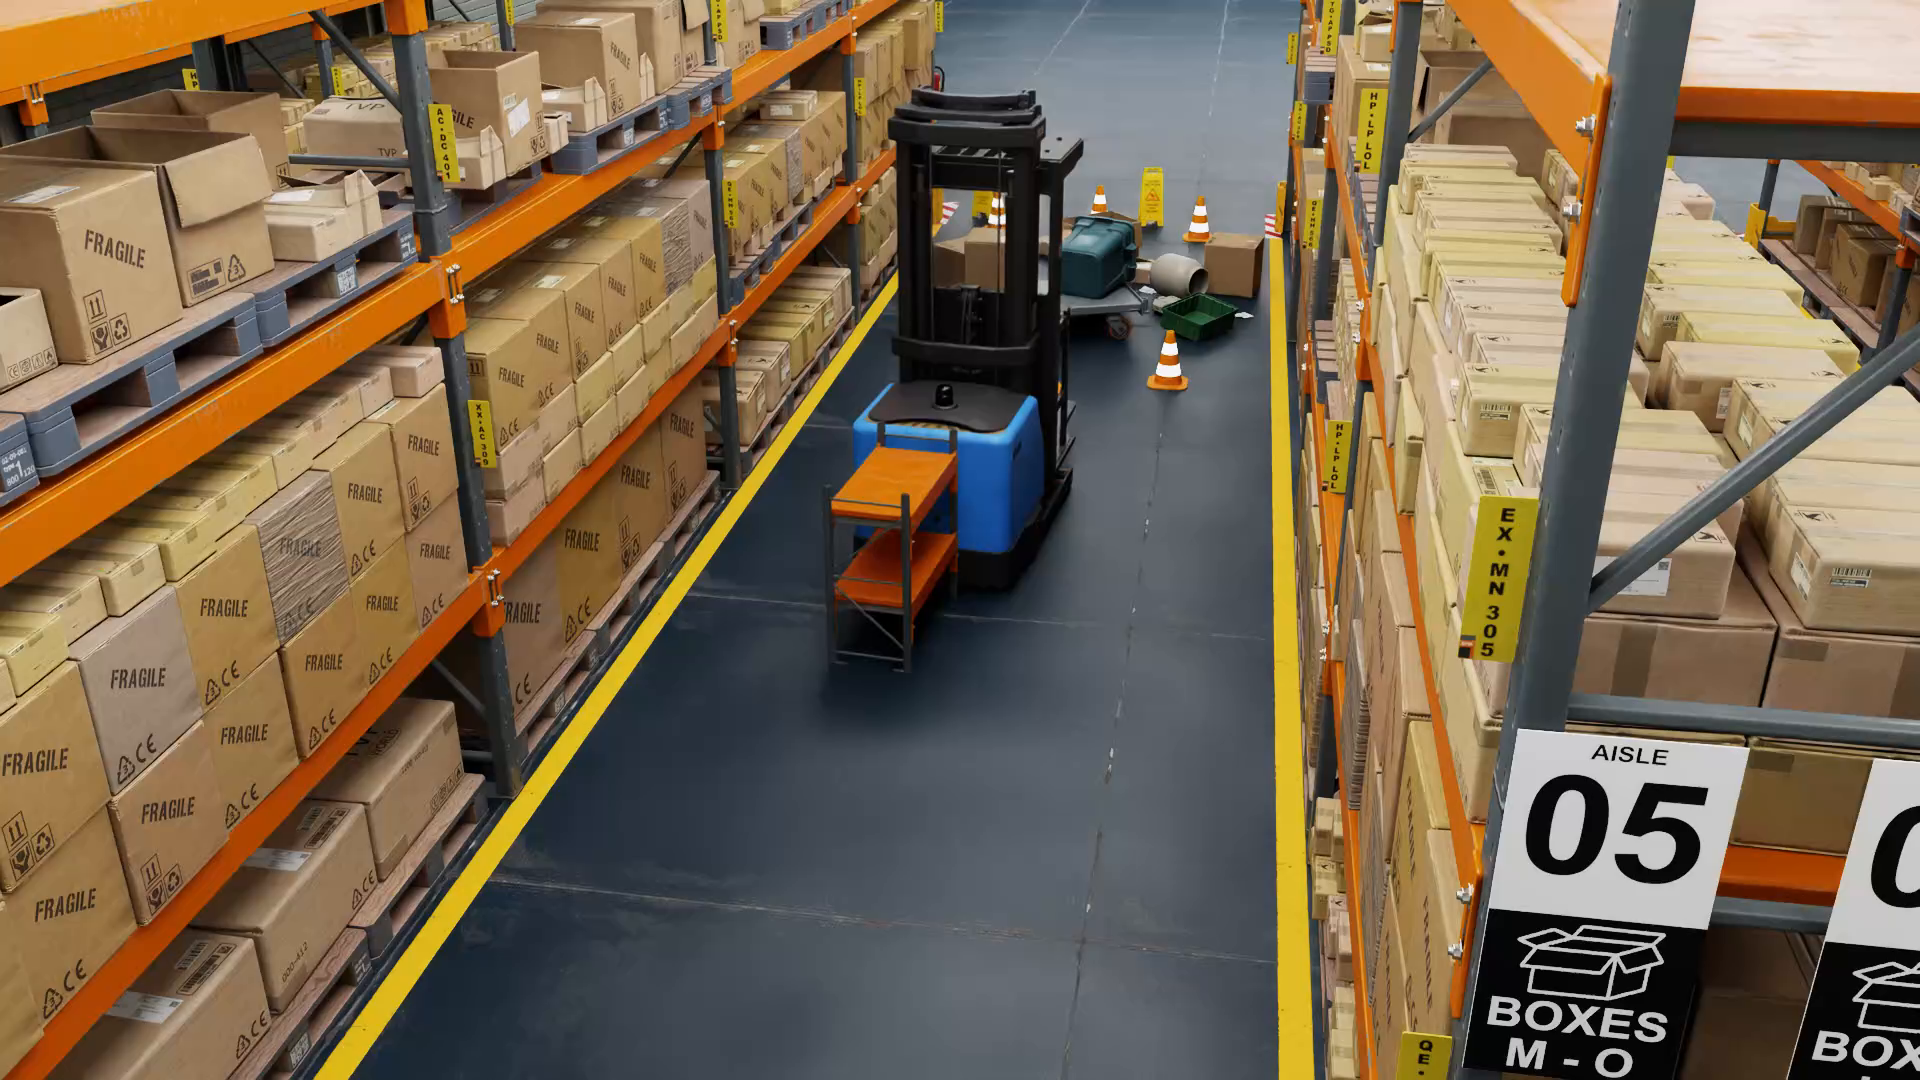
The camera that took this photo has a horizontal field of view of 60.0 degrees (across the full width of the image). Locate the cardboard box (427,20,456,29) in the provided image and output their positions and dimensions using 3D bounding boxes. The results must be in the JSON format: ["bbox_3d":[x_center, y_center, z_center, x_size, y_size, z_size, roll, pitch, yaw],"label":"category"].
[{"bbox_3d":[-5.943,-5.805,18.879,0.380,0.149,0.250,4,25,8],"label":"cardboard box"}]

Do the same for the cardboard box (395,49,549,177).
[{"bbox_3d":[-2.311,-2.038,7.914,0.500,0.500,0.500,4,25,8],"label":"cardboard box"}]

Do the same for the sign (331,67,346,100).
[{"bbox_3d":[-5.794,-4.239,15.494,0.100,0.325,0.005,4,25,9],"label":"sign"}]

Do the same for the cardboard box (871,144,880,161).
[{"bbox_3d":[-0.987,-3.760,16.042,0.380,0.149,0.250,5,26,10],"label":"cardboard box"}]

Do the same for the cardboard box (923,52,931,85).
[{"bbox_3d":[-0.597,-5.048,18.027,0.500,0.500,0.500,4,25,8],"label":"cardboard box"}]

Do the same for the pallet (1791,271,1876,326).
[{"bbox_3d":[8.615,-2.287,15.886,1.003,0.211,1.213,4,25,9],"label":"pallet"}]

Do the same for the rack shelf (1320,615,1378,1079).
[{"bbox_3d":[1.832,1.368,5.638,1.077,0.370,4.000,4,25,9],"label":"rack shelf"}]

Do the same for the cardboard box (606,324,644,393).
[{"bbox_3d":[-2.144,-1.059,9.562,0.500,0.250,0.500,3,25,7],"label":"cardboard box"}]

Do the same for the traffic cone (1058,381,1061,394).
[{"bbox_3d":[0.684,-1.486,13.879,0.336,0.463,0.334,4,25,9],"label":"traffic cone"}]

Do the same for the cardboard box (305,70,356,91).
[{"bbox_3d":[-5.986,-4.370,15.814,0.380,0.149,0.250,5,25,10],"label":"cardboard box"}]

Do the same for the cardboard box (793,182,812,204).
[{"bbox_3d":[-1.426,-2.858,13.618,0.380,0.149,0.250,4,25,8],"label":"cardboard box"}]

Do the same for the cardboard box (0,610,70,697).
[{"bbox_3d":[-2.910,0.330,4.945,0.380,0.149,0.250,3,25,7],"label":"cardboard box"}]

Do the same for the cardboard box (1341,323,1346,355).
[{"bbox_3d":[2.412,-1.159,9.639,0.380,0.149,0.250,4,25,9],"label":"cardboard box"}]

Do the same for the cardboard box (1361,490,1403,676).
[{"bbox_3d":[1.663,0.171,5.698,0.500,0.500,0.500,4,25,9],"label":"cardboard box"}]

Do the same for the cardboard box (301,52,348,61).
[{"bbox_3d":[-6.424,-4.842,16.821,0.380,0.149,0.250,4,25,8],"label":"cardboard box"}]

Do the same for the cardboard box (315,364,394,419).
[{"bbox_3d":[-2.627,-0.634,7.003,0.380,0.149,0.250,5,25,10],"label":"cardboard box"}]

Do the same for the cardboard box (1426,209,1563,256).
[{"bbox_3d":[1.701,-0.952,5.324,0.380,0.149,0.250,3,25,7],"label":"cardboard box"}]

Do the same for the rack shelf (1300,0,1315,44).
[{"bbox_3d":[3.793,-5.010,15.725,1.077,0.370,4.000,4,25,9],"label":"rack shelf"}]

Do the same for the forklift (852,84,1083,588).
[{"bbox_3d":[0.190,-1.629,11.272,1.130,2.935,3.031,6,26,13],"label":"forklift"}]

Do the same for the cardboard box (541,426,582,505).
[{"bbox_3d":[-2.325,-0.410,8.764,0.500,0.250,0.500,3,25,7],"label":"cardboard box"}]

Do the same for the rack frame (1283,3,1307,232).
[{"bbox_3d":[4.120,-4.813,17.995,1.000,3.000,0.127,4,25,9],"label":"rack frame"}]

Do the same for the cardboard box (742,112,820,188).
[{"bbox_3d":[-1.453,-3.179,13.540,0.500,0.500,0.500,5,26,10],"label":"cardboard box"}]

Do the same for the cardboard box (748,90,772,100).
[{"bbox_3d":[-1.793,-3.635,14.514,0.500,0.500,0.500,5,25,10],"label":"cardboard box"}]

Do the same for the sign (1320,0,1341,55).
[{"bbox_3d":[2.267,-3.138,10.174,0.100,0.325,0.005,4,25,9],"label":"sign"}]

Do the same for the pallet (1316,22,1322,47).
[{"bbox_3d":[3.046,-3.481,11.834,1.003,0.211,1.213,5,26,11],"label":"pallet"}]

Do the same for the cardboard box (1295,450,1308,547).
[{"bbox_3d":[2.446,-0.247,10.694,0.500,0.500,0.500,3,25,6],"label":"cardboard box"}]

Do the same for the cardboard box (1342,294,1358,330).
[{"bbox_3d":[2.417,-1.308,9.605,0.380,0.149,0.250,3,25,6],"label":"cardboard box"}]

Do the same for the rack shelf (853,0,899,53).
[{"bbox_3d":[-1.106,-5.310,16.367,1.077,0.370,4.000,4,25,9],"label":"rack shelf"}]

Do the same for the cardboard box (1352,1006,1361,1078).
[{"bbox_3d":[1.618,1.819,5.992,0.380,0.149,0.250,4,25,9],"label":"cardboard box"}]

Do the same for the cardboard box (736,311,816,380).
[{"bbox_3d":[-1.743,-1.630,13.798,0.950,0.372,0.625,5,26,10],"label":"cardboard box"}]

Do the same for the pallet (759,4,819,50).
[{"bbox_3d":[-1.806,-4.030,13.004,1.213,0.211,1.003,4,25,9],"label":"pallet"}]

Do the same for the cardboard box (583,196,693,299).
[{"bbox_3d":[-1.989,-1.817,10.296,0.500,0.500,0.500,4,25,9],"label":"cardboard box"}]

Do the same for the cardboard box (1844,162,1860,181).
[{"bbox_3d":[8.348,-3.377,15.223,0.380,0.149,0.250,4,25,9],"label":"cardboard box"}]

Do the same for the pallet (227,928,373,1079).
[{"bbox_3d":[-3.139,1.992,6.745,1.003,0.211,1.213,4,25,9],"label":"pallet"}]

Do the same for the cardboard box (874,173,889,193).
[{"bbox_3d":[-0.909,-3.511,16.310,0.380,0.149,0.250,5,26,11],"label":"cardboard box"}]

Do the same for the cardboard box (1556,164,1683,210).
[{"bbox_3d":[2.344,-1.231,5.920,0.380,0.149,0.250,5,25,10],"label":"cardboard box"}]

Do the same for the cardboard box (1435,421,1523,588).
[{"bbox_3d":[1.412,-0.063,3.895,0.500,0.250,0.500,3,25,7],"label":"cardboard box"}]

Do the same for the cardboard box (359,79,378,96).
[{"bbox_3d":[-5.963,-4.457,16.350,0.380,0.149,0.250,4,25,8],"label":"cardboard box"}]

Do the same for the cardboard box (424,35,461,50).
[{"bbox_3d":[-5.601,-5.334,17.872,0.380,0.149,0.250,5,25,10],"label":"cardboard box"}]

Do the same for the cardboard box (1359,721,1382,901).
[{"bbox_3d":[1.579,0.857,5.412,0.500,0.500,0.500,5,26,11],"label":"cardboard box"}]

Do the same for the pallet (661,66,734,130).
[{"bbox_3d":[-2.140,-2.768,10.310,1.213,0.211,1.003,5,26,11],"label":"pallet"}]

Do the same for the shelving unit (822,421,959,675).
[{"bbox_3d":[-0.391,0.025,9.870,0.538,1.125,1.048,6,26,13],"label":"shelving unit"}]

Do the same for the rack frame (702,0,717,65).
[{"bbox_3d":[-2.087,-4.485,10.218,1.000,3.000,0.127,4,25,9],"label":"rack frame"}]

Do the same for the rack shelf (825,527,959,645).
[{"bbox_3d":[-0.391,0.246,9.974,0.538,0.278,1.000,6,26,13],"label":"rack shelf"}]

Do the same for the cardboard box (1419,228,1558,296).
[{"bbox_3d":[1.611,-0.841,5.087,0.380,0.149,0.250,5,26,11],"label":"cardboard box"}]

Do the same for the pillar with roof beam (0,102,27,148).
[{"bbox_3d":[-3.414,-5.137,11.610,9.100,9.000,0.400,4,25,9],"label":"pillar with roof beam"}]

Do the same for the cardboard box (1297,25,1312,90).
[{"bbox_3d":[3.797,-4.757,16.423,0.875,0.550,0.550,4,25,9],"label":"cardboard box"}]

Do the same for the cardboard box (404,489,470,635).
[{"bbox_3d":[-2.564,0.071,7.442,0.500,0.500,0.500,4,25,9],"label":"cardboard box"}]

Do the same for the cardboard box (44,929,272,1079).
[{"bbox_3d":[-3.244,1.882,6.219,0.875,0.438,0.875,5,25,10],"label":"cardboard box"}]

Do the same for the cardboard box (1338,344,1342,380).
[{"bbox_3d":[2.411,-1.033,9.719,0.380,0.149,0.250,5,26,11],"label":"cardboard box"}]

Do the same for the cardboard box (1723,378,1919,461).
[{"bbox_3d":[1.999,-0.254,3.834,0.380,0.149,0.250,4,25,9],"label":"cardboard box"}]

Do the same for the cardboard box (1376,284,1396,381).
[{"bbox_3d":[1.750,-0.700,5.845,0.500,0.250,0.500,4,25,8],"label":"cardboard box"}]

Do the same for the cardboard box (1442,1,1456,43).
[{"bbox_3d":[3.003,-3.031,9.628,0.396,0.266,0.258,4,25,9],"label":"cardboard box"}]

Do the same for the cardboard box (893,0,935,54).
[{"bbox_3d":[-0.648,-5.518,17.852,0.700,0.500,0.500,3,25,7],"label":"cardboard box"}]

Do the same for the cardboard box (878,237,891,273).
[{"bbox_3d":[-0.994,-2.838,16.523,0.500,0.250,0.500,5,26,11],"label":"cardboard box"}]

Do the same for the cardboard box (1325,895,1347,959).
[{"bbox_3d":[1.750,1.655,7.043,0.380,0.149,0.250,4,25,8],"label":"cardboard box"}]

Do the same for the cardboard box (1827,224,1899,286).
[{"bbox_3d":[8.694,-2.713,15.960,0.500,0.500,0.500,6,26,13],"label":"cardboard box"}]

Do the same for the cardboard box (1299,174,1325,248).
[{"bbox_3d":[2.949,-2.564,13.072,0.500,0.500,0.500,4,25,8],"label":"cardboard box"}]

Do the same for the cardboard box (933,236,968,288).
[{"bbox_3d":[0.084,-2.664,16.349,0.500,0.500,0.500,-20,32,-36],"label":"cardboard box"}]
